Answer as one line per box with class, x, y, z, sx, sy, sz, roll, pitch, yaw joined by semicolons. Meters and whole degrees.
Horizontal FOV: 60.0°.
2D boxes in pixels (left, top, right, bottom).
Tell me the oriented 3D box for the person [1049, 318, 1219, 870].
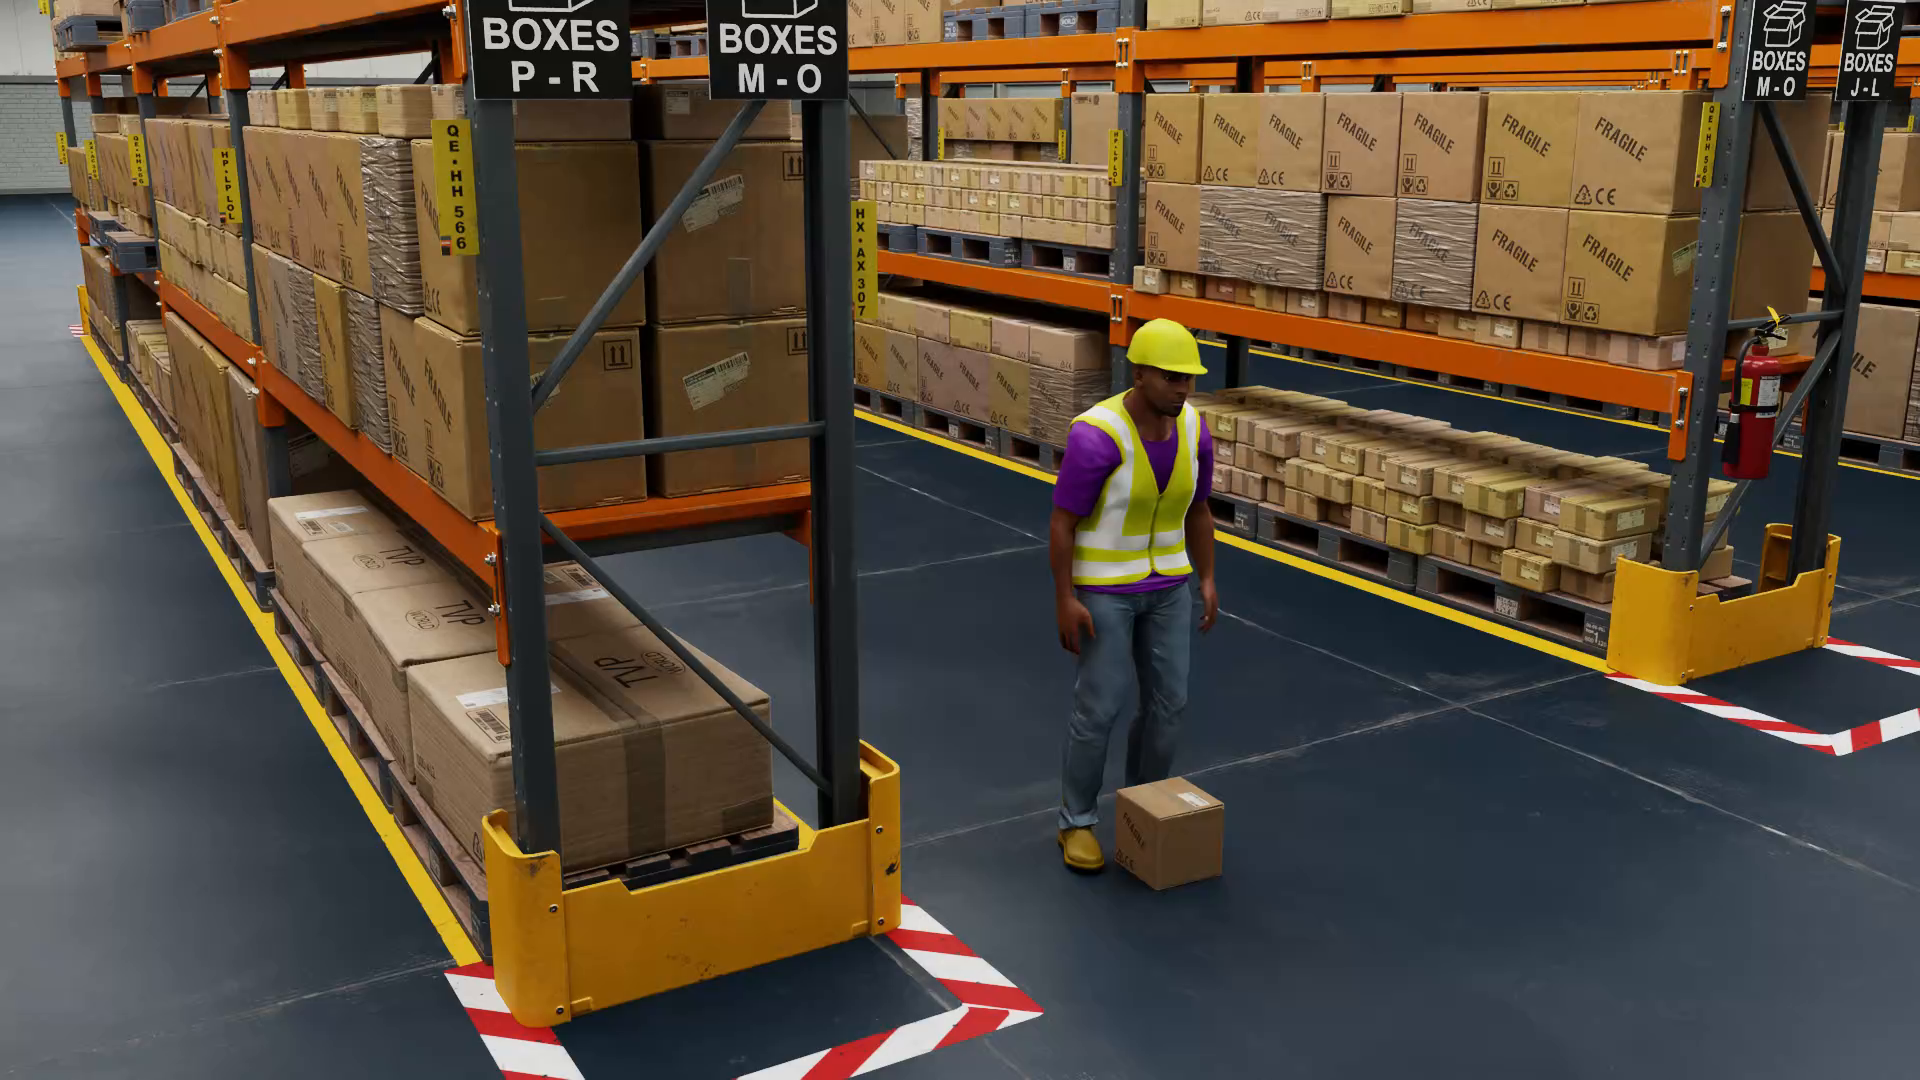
person;0.575;0.163;5.363;0.633;1.759;0.461;-8;17;-28
